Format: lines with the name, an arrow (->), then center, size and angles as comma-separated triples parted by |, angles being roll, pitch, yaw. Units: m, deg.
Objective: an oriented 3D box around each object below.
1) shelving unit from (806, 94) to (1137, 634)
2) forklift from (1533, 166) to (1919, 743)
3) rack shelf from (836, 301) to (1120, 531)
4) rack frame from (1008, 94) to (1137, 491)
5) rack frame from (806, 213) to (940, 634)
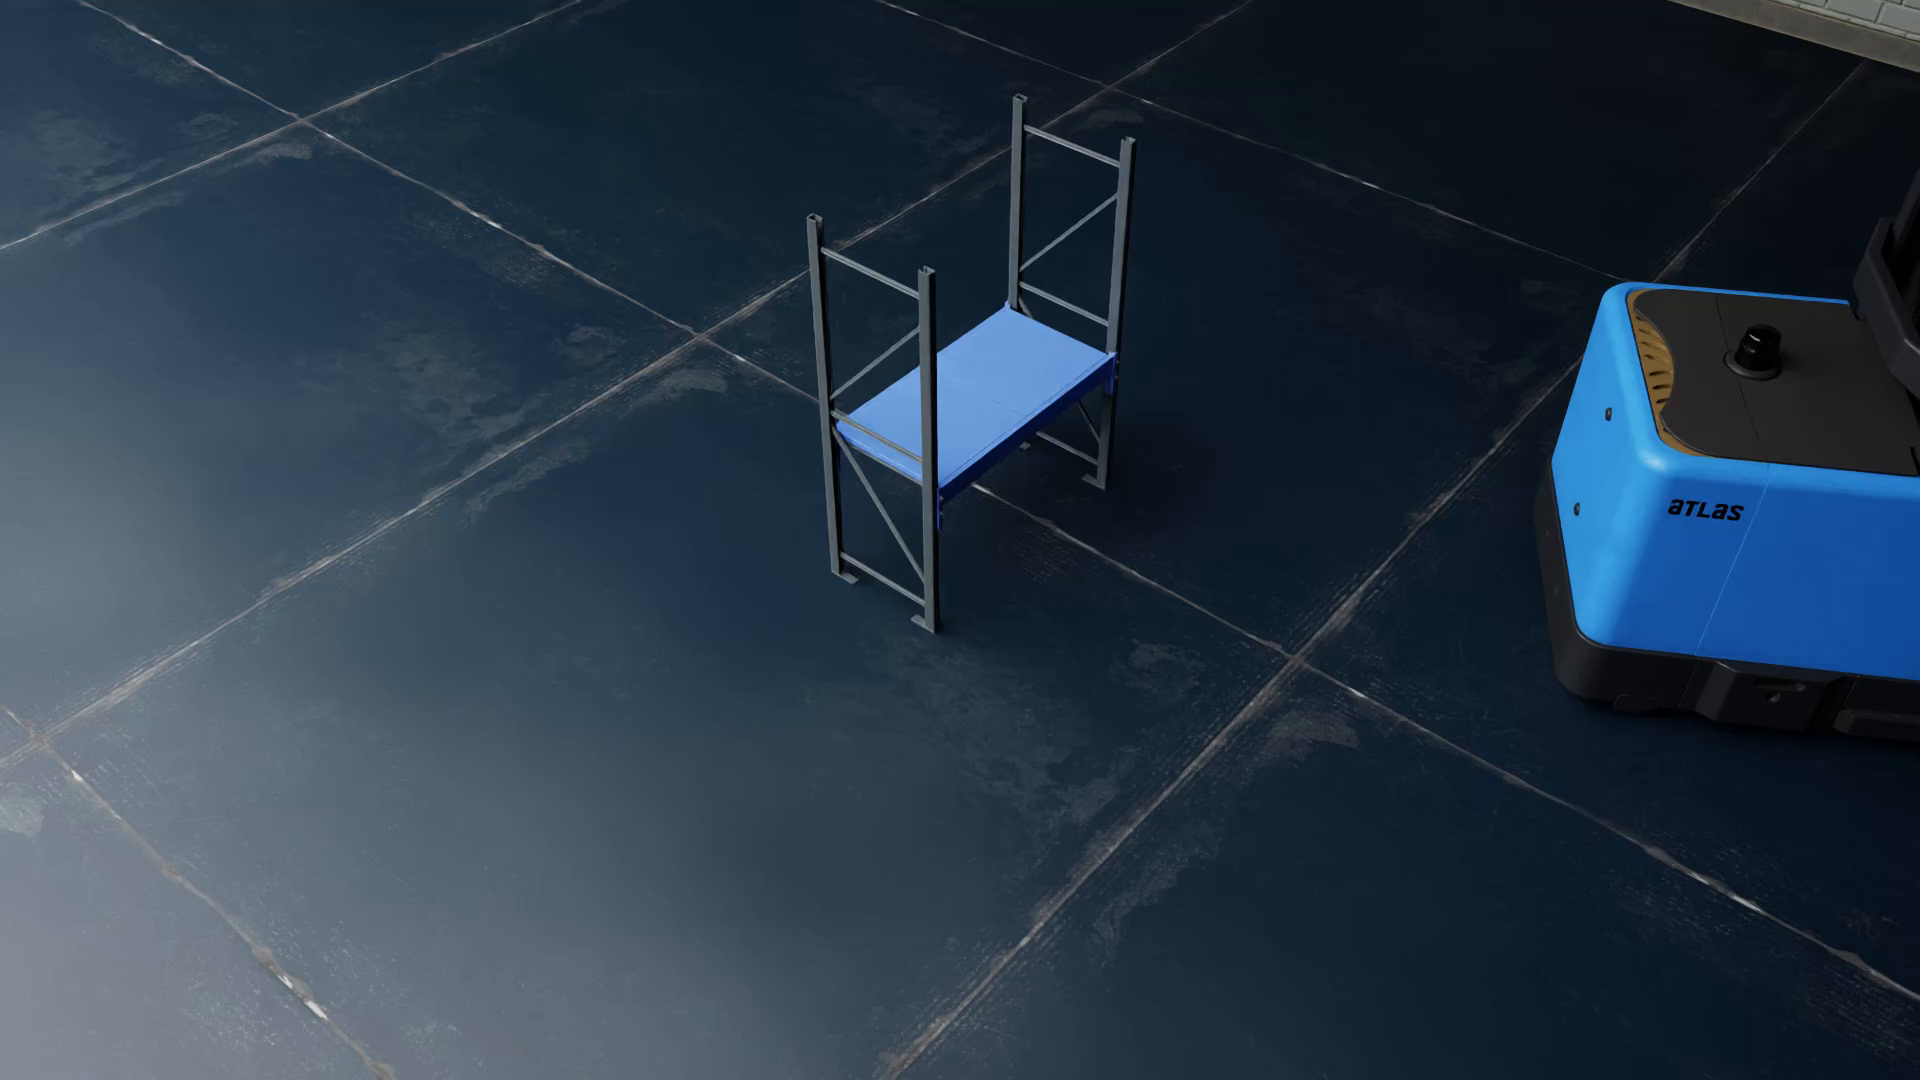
shelving unit -> 0.055, -0.599, 5.794 | 0.538, 1.500, 1.048 | 29, 50, 28
forklift -> 3.584, -0.697, 4.837 | 3.031, 2.935, 1.130 | 6, 43, 7
rack shelf -> 0.055, -0.466, 5.915 | 0.538, 0.185, 1.000 | 29, 50, 28
rack frame -> 0.382, -0.861, 6.082 | 0.500, 1.500, 0.032 | 29, 50, 28
rack frame -> -0.272, -0.337, 5.506 | 0.500, 1.500, 0.032 | 29, 50, 28
